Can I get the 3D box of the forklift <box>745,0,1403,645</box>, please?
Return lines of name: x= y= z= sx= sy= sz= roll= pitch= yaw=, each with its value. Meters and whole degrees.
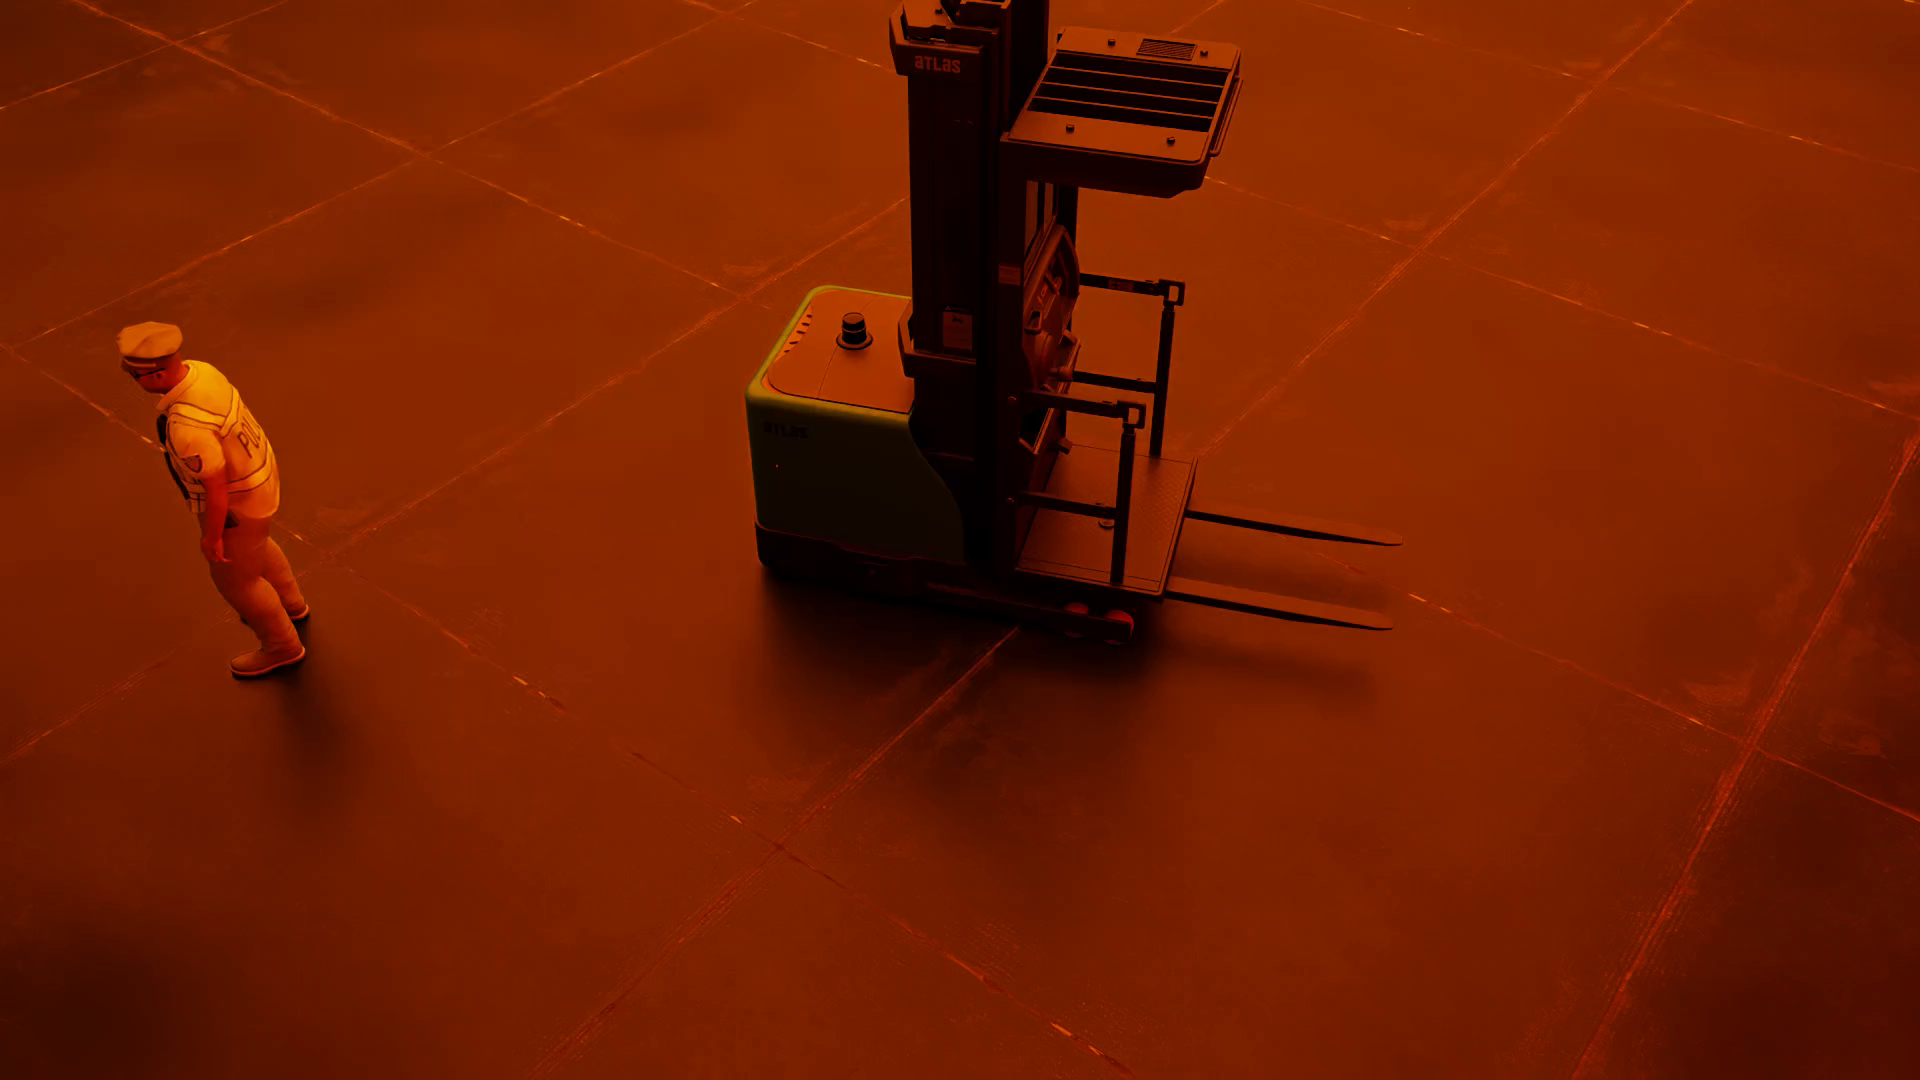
forklift: x=0.587 y=-1.011 z=7.260 sx=3.031 sy=2.935 sz=1.130 roll=10 pitch=41 yaw=12

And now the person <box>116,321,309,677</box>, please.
person: x=-3.164 y=-0.185 z=7.199 sx=0.433 sy=1.751 sz=0.605 roll=-9 pitch=41 yaw=-11
